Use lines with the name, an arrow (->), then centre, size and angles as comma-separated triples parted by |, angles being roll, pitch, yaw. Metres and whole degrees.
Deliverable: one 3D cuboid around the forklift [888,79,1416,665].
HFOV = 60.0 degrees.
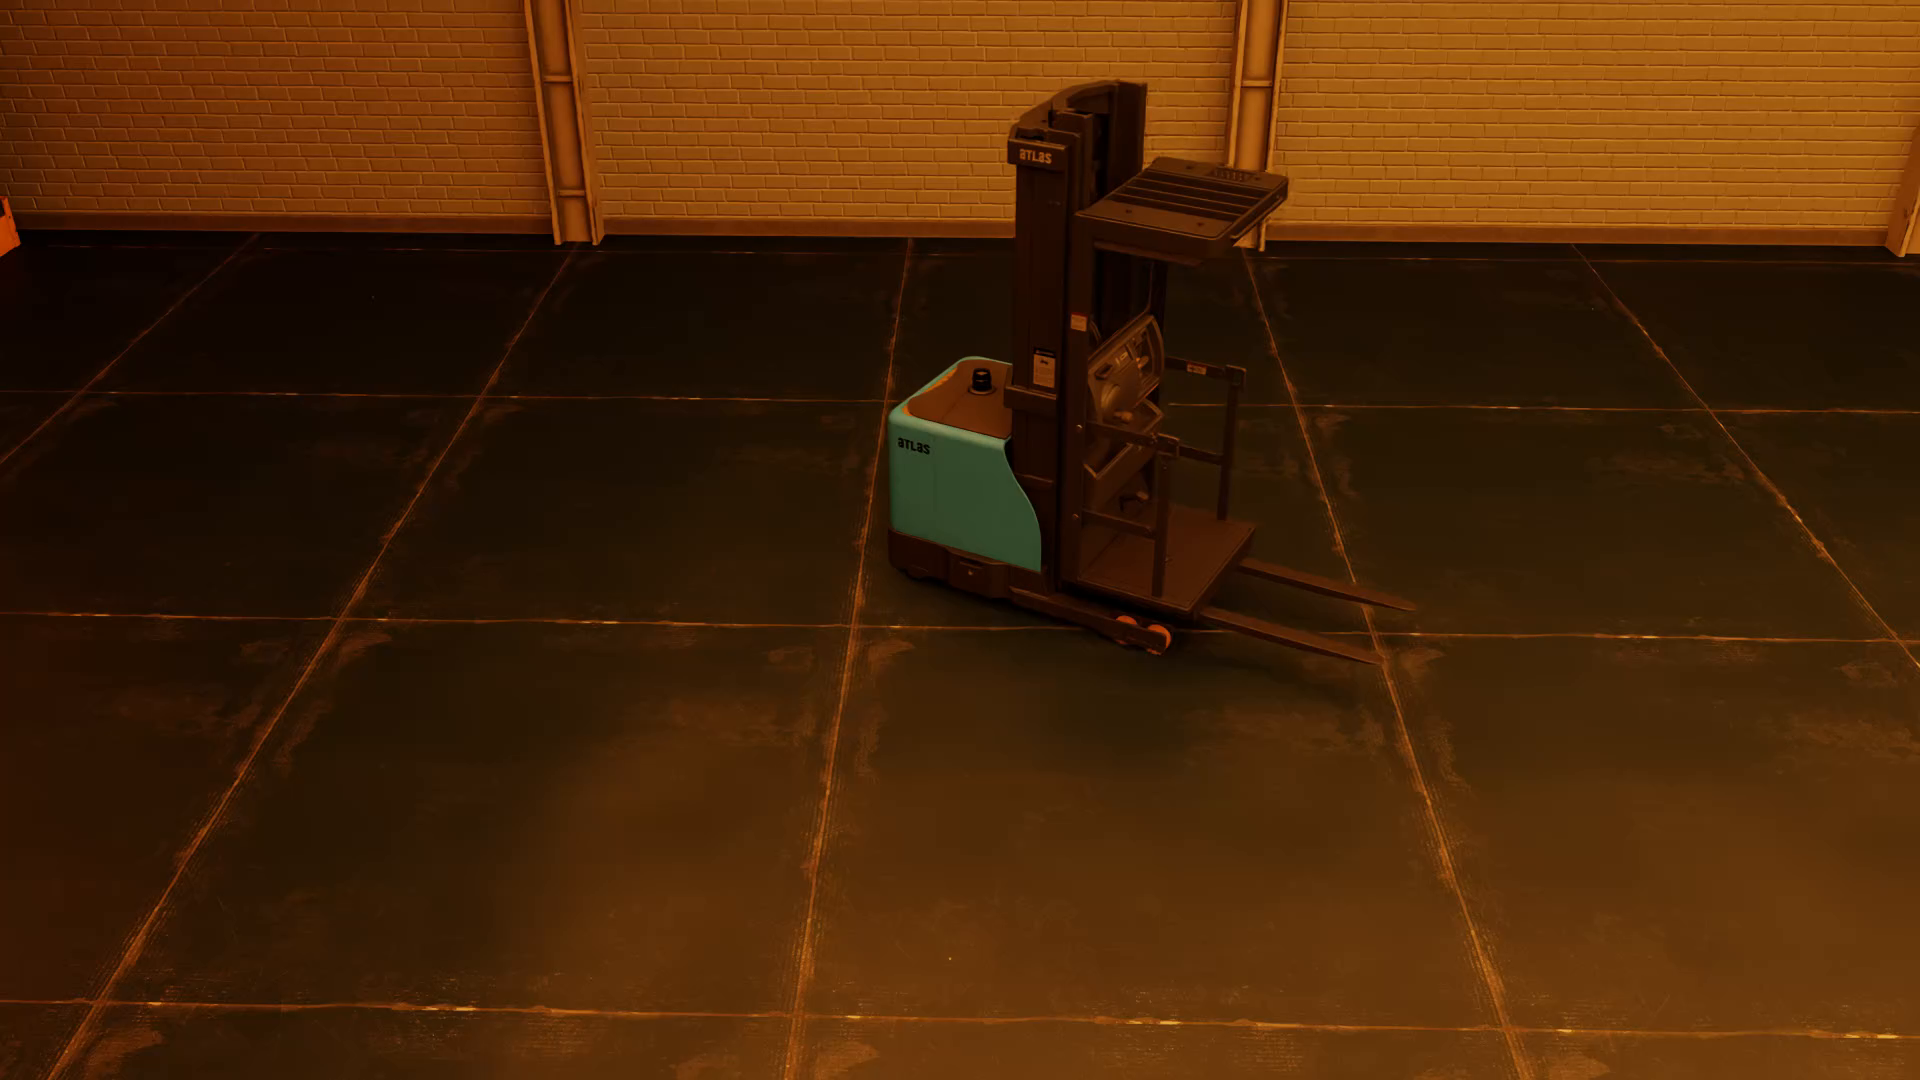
forklift -> 1.105, -0.925, 9.182 | 3.031, 2.935, 1.130 | 16, 34, 25
